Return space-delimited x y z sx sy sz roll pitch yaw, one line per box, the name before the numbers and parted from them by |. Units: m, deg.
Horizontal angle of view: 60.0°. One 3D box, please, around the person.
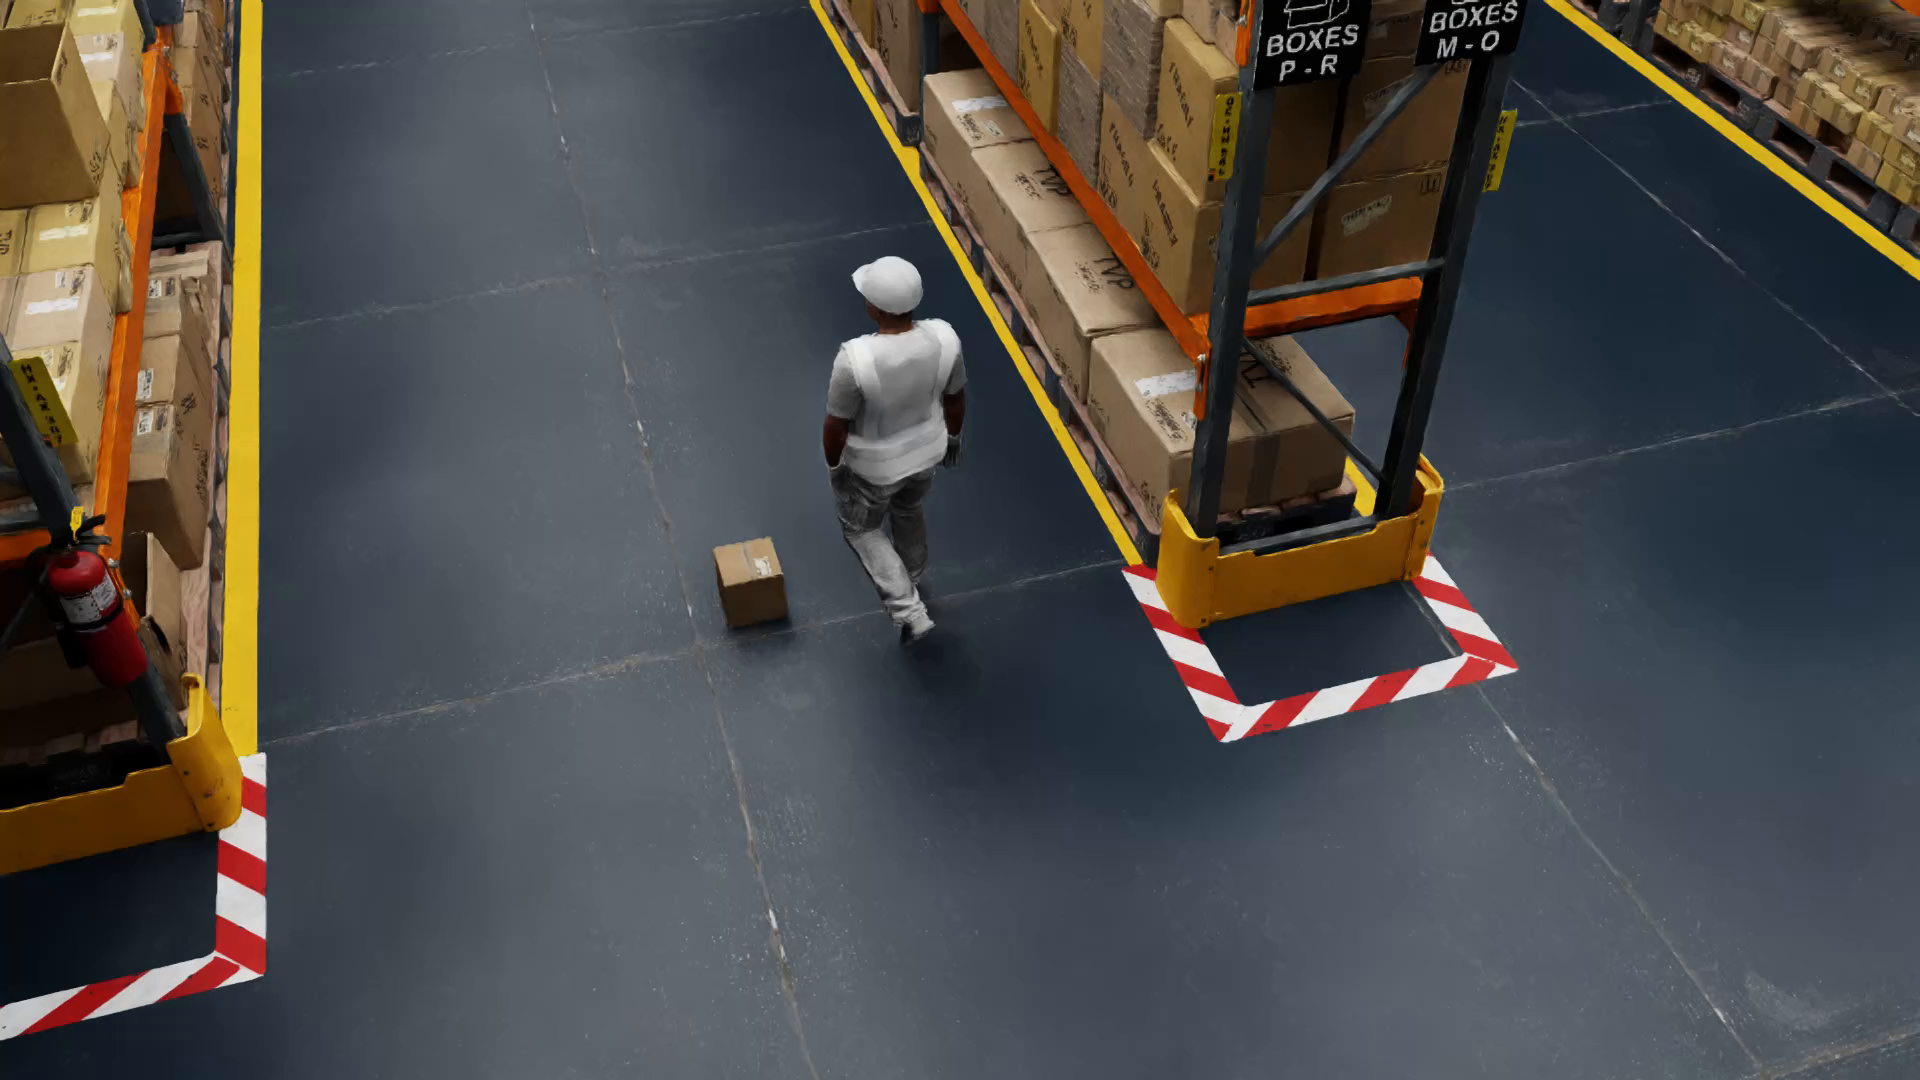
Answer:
person | -0.247 -0.327 6.516 0.598 1.772 0.783 -21 46 -22
